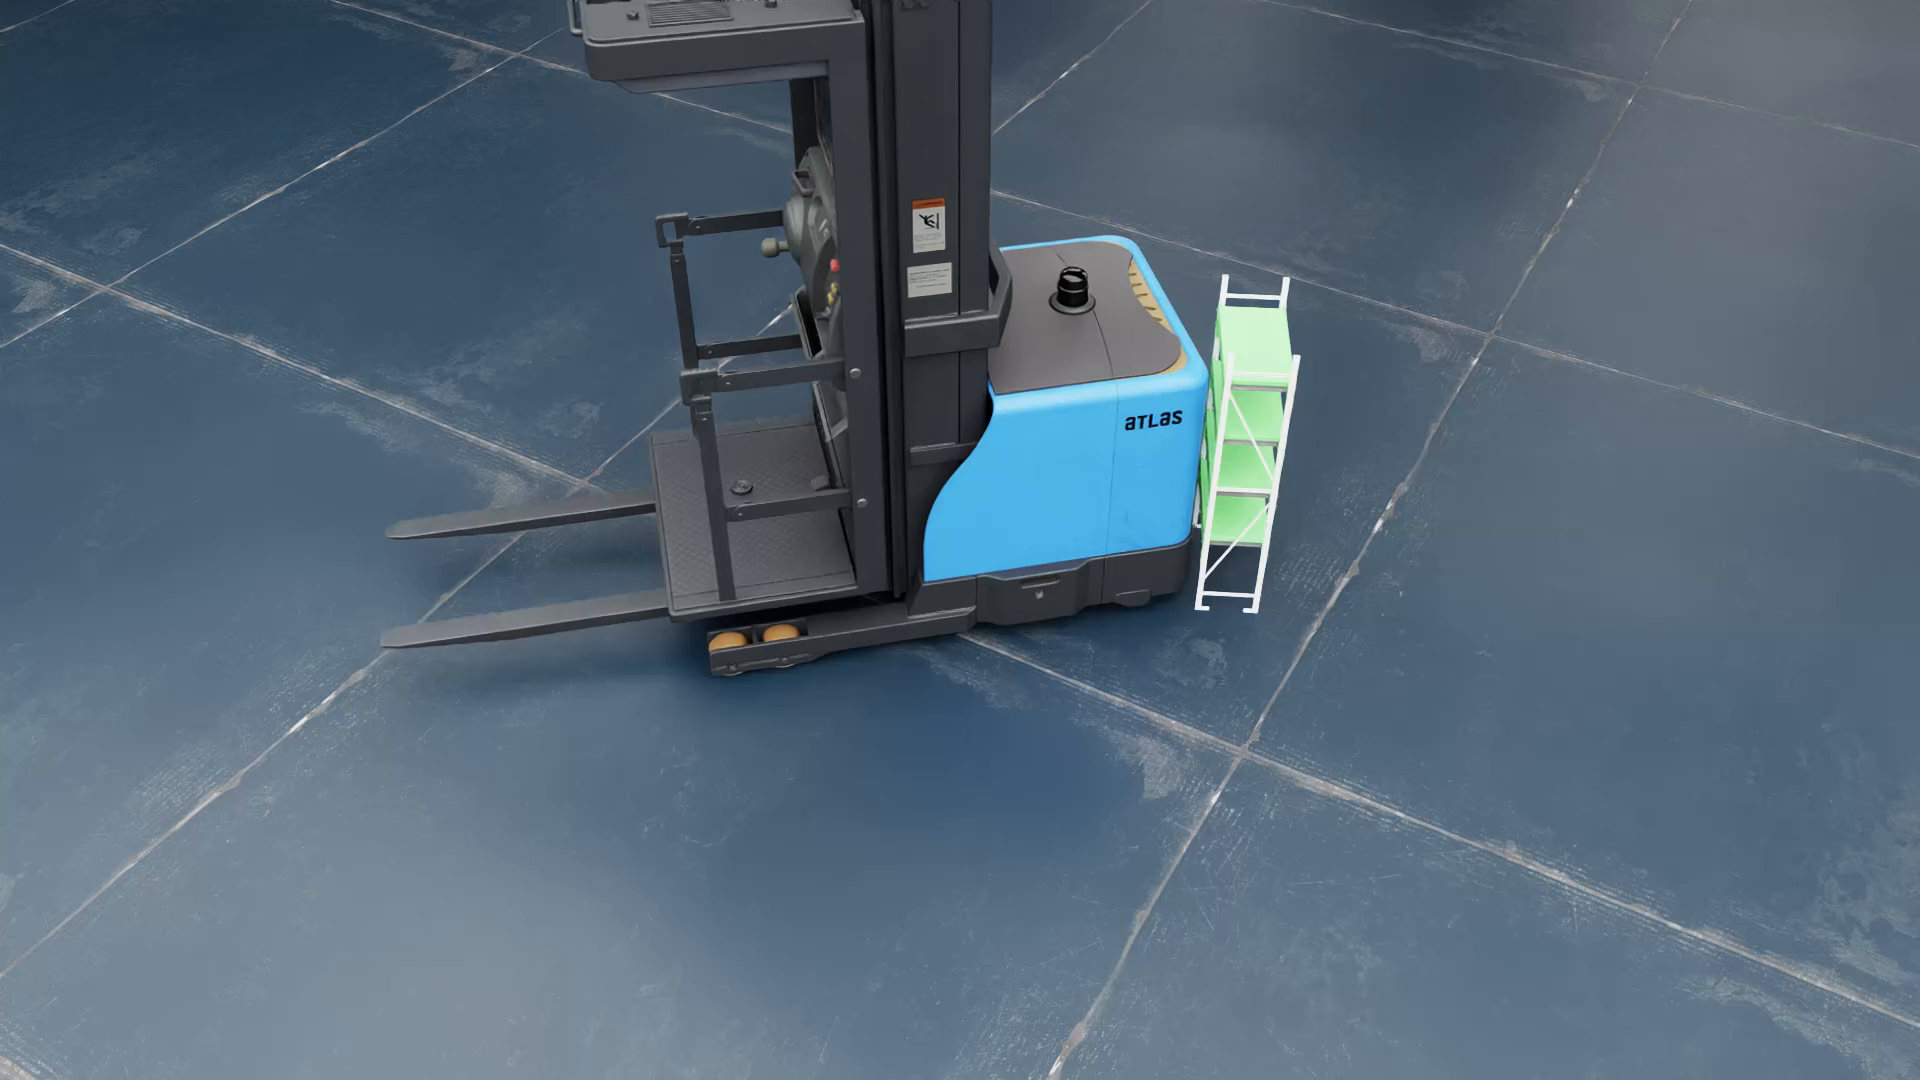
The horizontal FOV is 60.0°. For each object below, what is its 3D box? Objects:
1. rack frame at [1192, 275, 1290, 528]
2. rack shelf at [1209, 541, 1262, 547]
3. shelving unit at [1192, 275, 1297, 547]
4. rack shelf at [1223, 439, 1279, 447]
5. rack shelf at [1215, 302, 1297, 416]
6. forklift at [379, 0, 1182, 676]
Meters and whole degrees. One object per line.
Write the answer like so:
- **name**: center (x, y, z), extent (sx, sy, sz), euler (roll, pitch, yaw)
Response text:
- **rack frame**: center (1.069, -0.500, 6.410), extent (0.240, 1.200, 0.015), euler (3, 41, 3)
- **rack shelf**: center (1.050, -0.133, 6.409), extent (0.199, 0.029, 0.442), euler (3, 41, 3)
- **shelving unit**: center (1.051, -0.343, 6.232), extent (0.258, 1.200, 0.492), euler (3, 41, 3)
- **rack shelf**: center (1.051, -0.493, 6.092), extent (0.199, 0.029, 0.442), euler (3, 41, 3)
- **rack shelf**: center (1.052, -0.652, 5.952), extent (0.258, 0.148, 0.480), euler (3, 41, 3)
- **forklift**: center (-0.683, -0.982, 5.648), extent (3.031, 2.935, 1.121), euler (-8, 42, -9)
